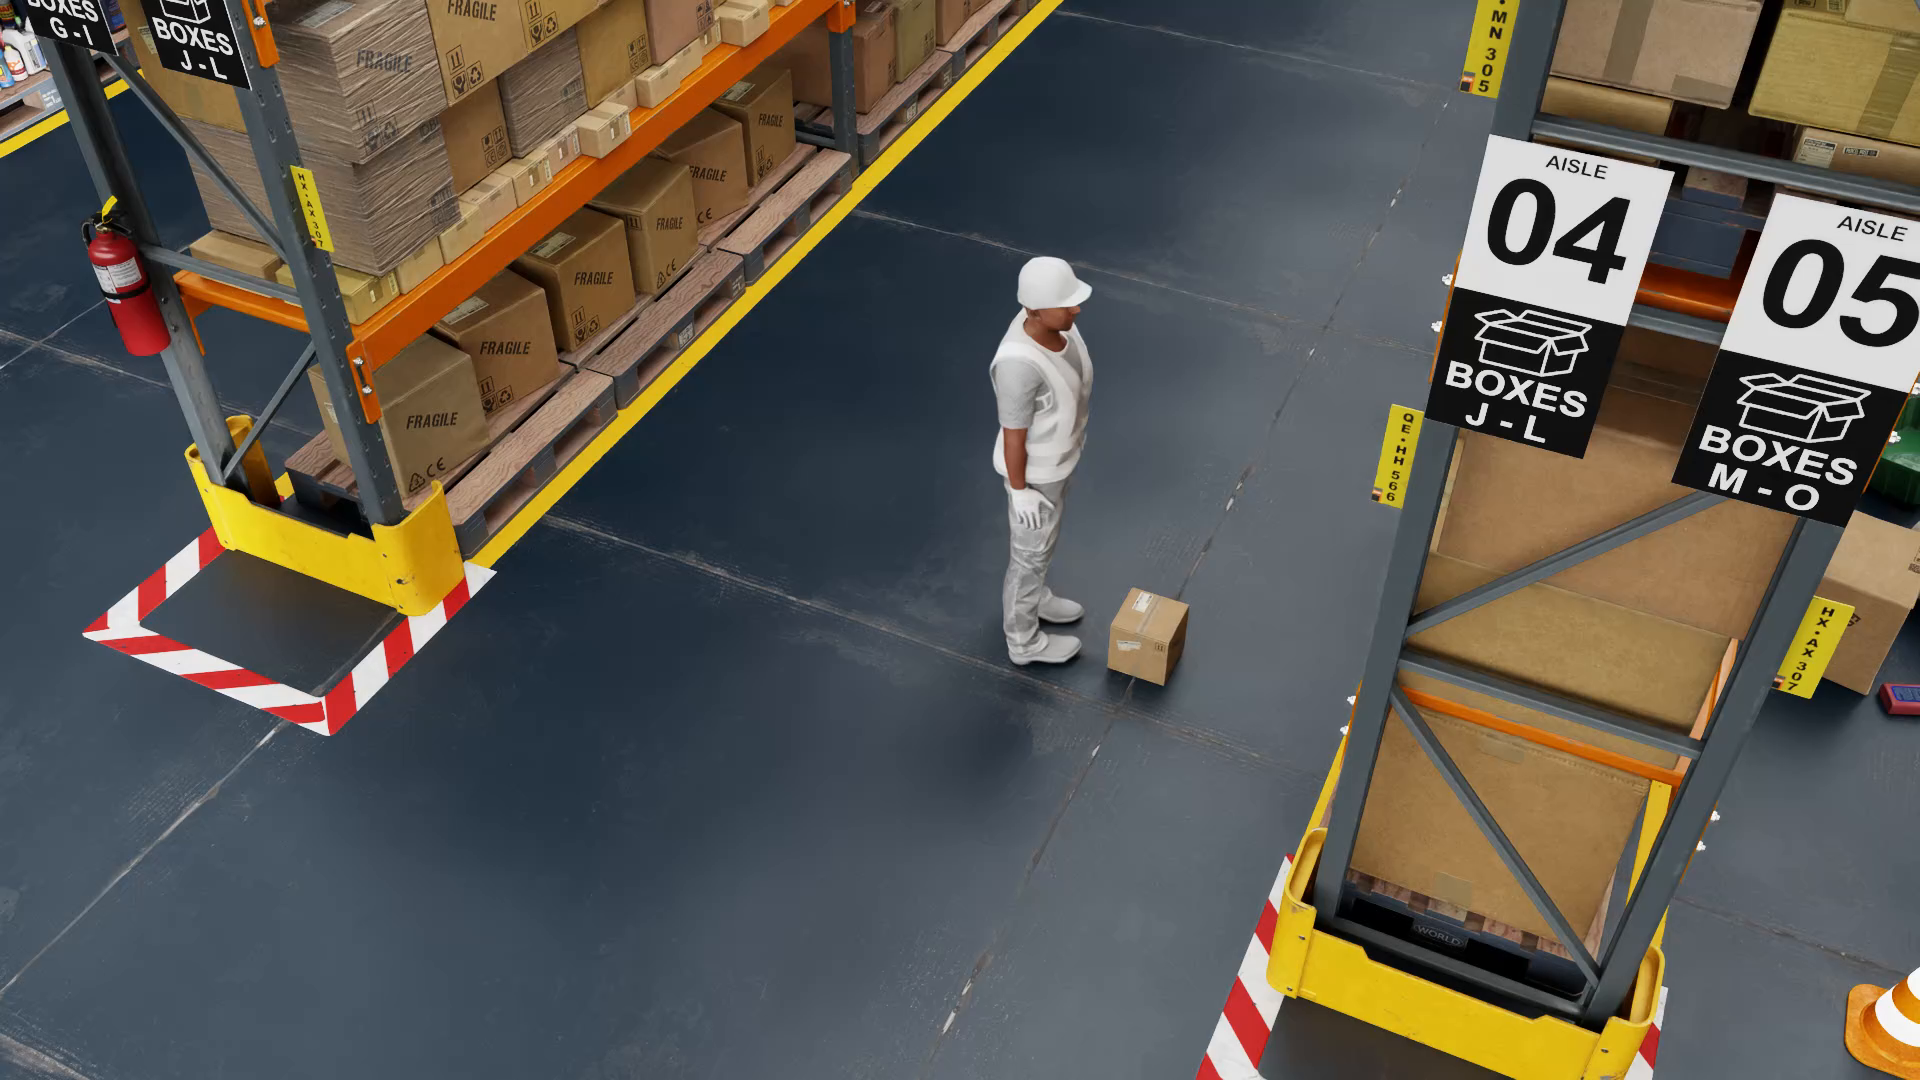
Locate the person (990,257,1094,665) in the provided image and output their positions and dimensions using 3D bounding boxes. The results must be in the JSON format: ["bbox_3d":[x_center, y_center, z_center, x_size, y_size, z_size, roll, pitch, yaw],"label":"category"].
[{"bbox_3d":[0.349,-0.319,6.490,0.414,1.786,0.602,12,43,13],"label":"person"}]
